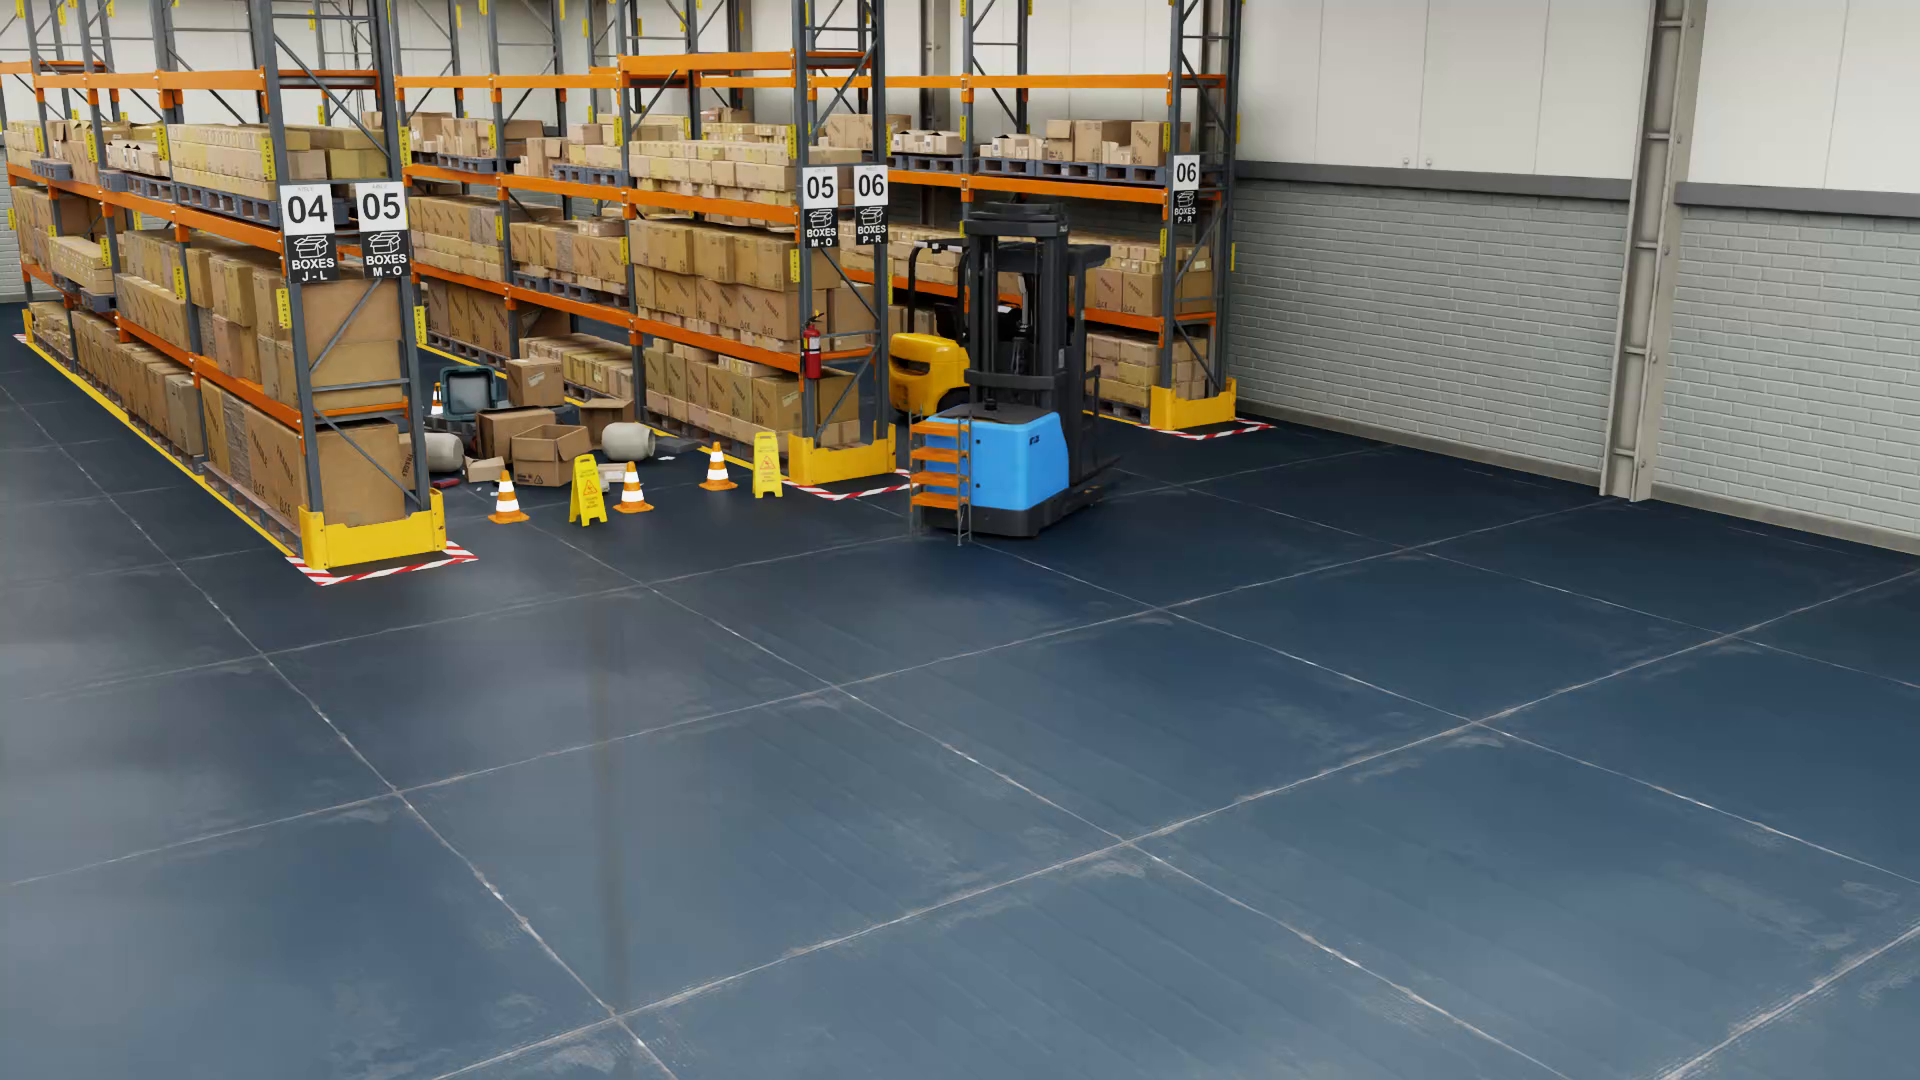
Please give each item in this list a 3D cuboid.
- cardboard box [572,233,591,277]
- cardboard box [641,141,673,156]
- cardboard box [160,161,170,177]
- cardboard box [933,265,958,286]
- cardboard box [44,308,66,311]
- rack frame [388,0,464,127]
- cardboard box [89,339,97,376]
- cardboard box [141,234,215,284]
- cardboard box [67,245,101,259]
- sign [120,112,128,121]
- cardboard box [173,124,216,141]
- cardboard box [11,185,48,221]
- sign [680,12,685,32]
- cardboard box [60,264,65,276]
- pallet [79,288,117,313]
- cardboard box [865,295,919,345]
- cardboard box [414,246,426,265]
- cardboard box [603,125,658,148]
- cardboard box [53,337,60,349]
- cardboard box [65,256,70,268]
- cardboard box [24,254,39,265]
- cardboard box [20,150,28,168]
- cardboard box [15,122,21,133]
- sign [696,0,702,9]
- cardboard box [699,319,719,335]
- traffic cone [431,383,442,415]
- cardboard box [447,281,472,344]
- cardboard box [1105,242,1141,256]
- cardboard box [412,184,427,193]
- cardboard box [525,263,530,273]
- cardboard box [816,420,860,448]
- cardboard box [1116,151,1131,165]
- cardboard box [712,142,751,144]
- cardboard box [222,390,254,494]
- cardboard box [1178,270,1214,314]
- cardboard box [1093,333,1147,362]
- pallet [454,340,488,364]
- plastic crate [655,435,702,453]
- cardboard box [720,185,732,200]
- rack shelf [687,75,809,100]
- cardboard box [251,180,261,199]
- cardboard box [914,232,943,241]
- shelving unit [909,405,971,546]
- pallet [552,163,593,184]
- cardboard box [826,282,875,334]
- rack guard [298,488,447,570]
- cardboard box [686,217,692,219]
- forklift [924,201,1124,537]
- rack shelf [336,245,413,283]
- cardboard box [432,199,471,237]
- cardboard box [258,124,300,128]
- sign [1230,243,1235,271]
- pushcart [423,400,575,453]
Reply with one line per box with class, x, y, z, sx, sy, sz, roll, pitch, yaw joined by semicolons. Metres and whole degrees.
cardboard box;-4.587;-3.637;21.132;0.500;0.500;0.500;-10;18;-33
cardboard box;-3.441;-4.504;19.132;0.380;0.149;0.250;-10;18;-33
cardboard box;-8.028;-3.924;17.347;0.500;0.250;0.500;-11;19;-34
cardboard box;-0.033;-3.728;23.300;0.500;0.250;0.500;-10;18;-33
cardboard box;-13.833;-3.470;25.550;0.380;0.149;0.250;-10;18;-32
rack frame;-8.242;-7.564;25.667;1.000;3.000;0.127;-11;19;-35
cardboard box;-11.335;-2.456;22.308;0.500;0.500;0.500;-10;18;-34
cardboard box;-8.977;-3.243;19.158;0.700;0.500;0.500;-11;19;-35
cardboard box;-11.405;-3.761;21.688;0.380;0.149;0.250;-10;18;-33
sign;-11.740;-5.854;23.374;0.100;0.325;0.005;-11;19;-35
cardboard box;-7.393;-3.949;16.119;0.380;0.149;0.250;-11;19;-35
cardboard box;-14.489;-5.272;26.009;0.500;0.500;0.500;-11;19;-35
sign;-4.679;-8.744;28.058;0.100;0.325;0.005;-11;19;-35
cardboard box;-11.869;-3.641;22.376;0.380;0.149;0.250;-11;19;-34
pallet;-10.340;-3.070;20.973;1.213;0.211;1.003;-11;19;-35
cardboard box;-1.131;-3.371;25.415;0.875;0.625;0.625;-10;18;-33
cardboard box;-8.197;-4.463;25.986;0.500;0.250;0.500;-11;19;-36
cardboard box;-3.982;-4.885;20.100;0.500;0.250;0.500;-10;18;-33
cardboard box;-13.302;-2.960;24.814;0.380;0.149;0.250;-11;19;-35
cardboard box;-11.552;-3.671;21.923;0.380;0.149;0.250;-11;19;-35
cardboard box;-14.315;-4.380;25.873;0.380;0.149;0.250;-12;19;-36
cardboard box;-13.567;-5.641;24.606;0.500;0.250;0.500;-11;19;-35
cardboard box;-13.839;-6.150;24.764;0.380;0.149;0.250;-10;18;-33
sign;-3.089;-6.425;19.585;0.100;0.325;0.005;-11;19;-35
cardboard box;-2.697;-2.400;18.639;0.380;0.149;0.250;-11;19;-35
traffic cone;-6.379;-1.693;20.385;0.336;0.463;0.334;-11;19;-35
cardboard box;-7.275;-3.537;25.546;0.875;0.875;0.875;-10;18;-33
cardboard box;2.013;-3.592;20.537;0.380;0.149;0.250;-11;19;-34
cardboard box;-8.748;-5.604;26.555;0.380;0.149;0.250;-10;18;-33
cardboard box;-5.711;-3.734;22.718;0.380;0.149;0.250;-12;20;-38
cardboard box;-1.437;-1.200;18.191;0.500;0.250;0.500;-11;19;-35
cardboard box;2.094;-4.586;19.958;0.380;0.149;0.250;-12;19;-36
cardboard box;-2.621;-4.491;19.085;0.380;0.149;0.250;-10;18;-33
cardboard box;-6.637;-1.013;16.325;0.875;0.875;0.875;-11;19;-34
cardboard box;2.760;-3.077;20.446;0.500;0.500;0.500;-10;18;-33
cardboard box;1.998;-2.396;20.668;0.500;0.250;0.500;-10;18;-34
pallet;-7.006;-2.912;25.315;1.003;0.211;1.213;-11;19;-35
plastic crate;-3.279;-1.092;18.913;0.583;0.080;0.402;10;18;33
cardboard box;-2.353;-3.744;17.869;0.380;0.149;0.250;-11;19;-36
rack shelf;-3.053;-7.369;27.072;1.077;0.370;4.000;-11;19;-35
cardboard box;-5.748;-2.967;14.044;0.380;0.149;0.250;-11;19;-34
cardboard box;-0.436;-4.282;23.619;0.380;0.149;0.250;-12;19;-36
shelving unit;-0.176;-0.581;14.926;0.503;1.200;0.258;7;17;25
pallet;-4.427;-4.688;21.196;1.213;0.211;1.003;-11;19;-35
cardboard box;-1.241;-2.444;17.571;0.500;0.500;0.500;-11;19;-35
rack guard;-5.117;-0.108;14.522;1.175;0.500;0.348;-11;19;-35
cardboard box;-4.726;-5.584;29.517;0.500;0.250;0.500;-10;18;-33
forklift;0.768;-1.783;16.039;1.130;2.935;3.031;7;17;25
rack shelf;-9.418;-4.751;28.115;1.077;0.370;4.000;-11;19;-35
cardboard box;-7.602;-4.851;25.034;0.500;0.500;0.500;-11;19;-36
cardboard box;-6.568;-3.944;16.102;0.380;0.149;0.250;-10;18;-34
sign;3.279;-3.420;20.100;0.100;0.325;0.005;-11;19;-35
pushcart;-5.353;-1.333;19.232;0.936;0.377;1.648;10;18;33
